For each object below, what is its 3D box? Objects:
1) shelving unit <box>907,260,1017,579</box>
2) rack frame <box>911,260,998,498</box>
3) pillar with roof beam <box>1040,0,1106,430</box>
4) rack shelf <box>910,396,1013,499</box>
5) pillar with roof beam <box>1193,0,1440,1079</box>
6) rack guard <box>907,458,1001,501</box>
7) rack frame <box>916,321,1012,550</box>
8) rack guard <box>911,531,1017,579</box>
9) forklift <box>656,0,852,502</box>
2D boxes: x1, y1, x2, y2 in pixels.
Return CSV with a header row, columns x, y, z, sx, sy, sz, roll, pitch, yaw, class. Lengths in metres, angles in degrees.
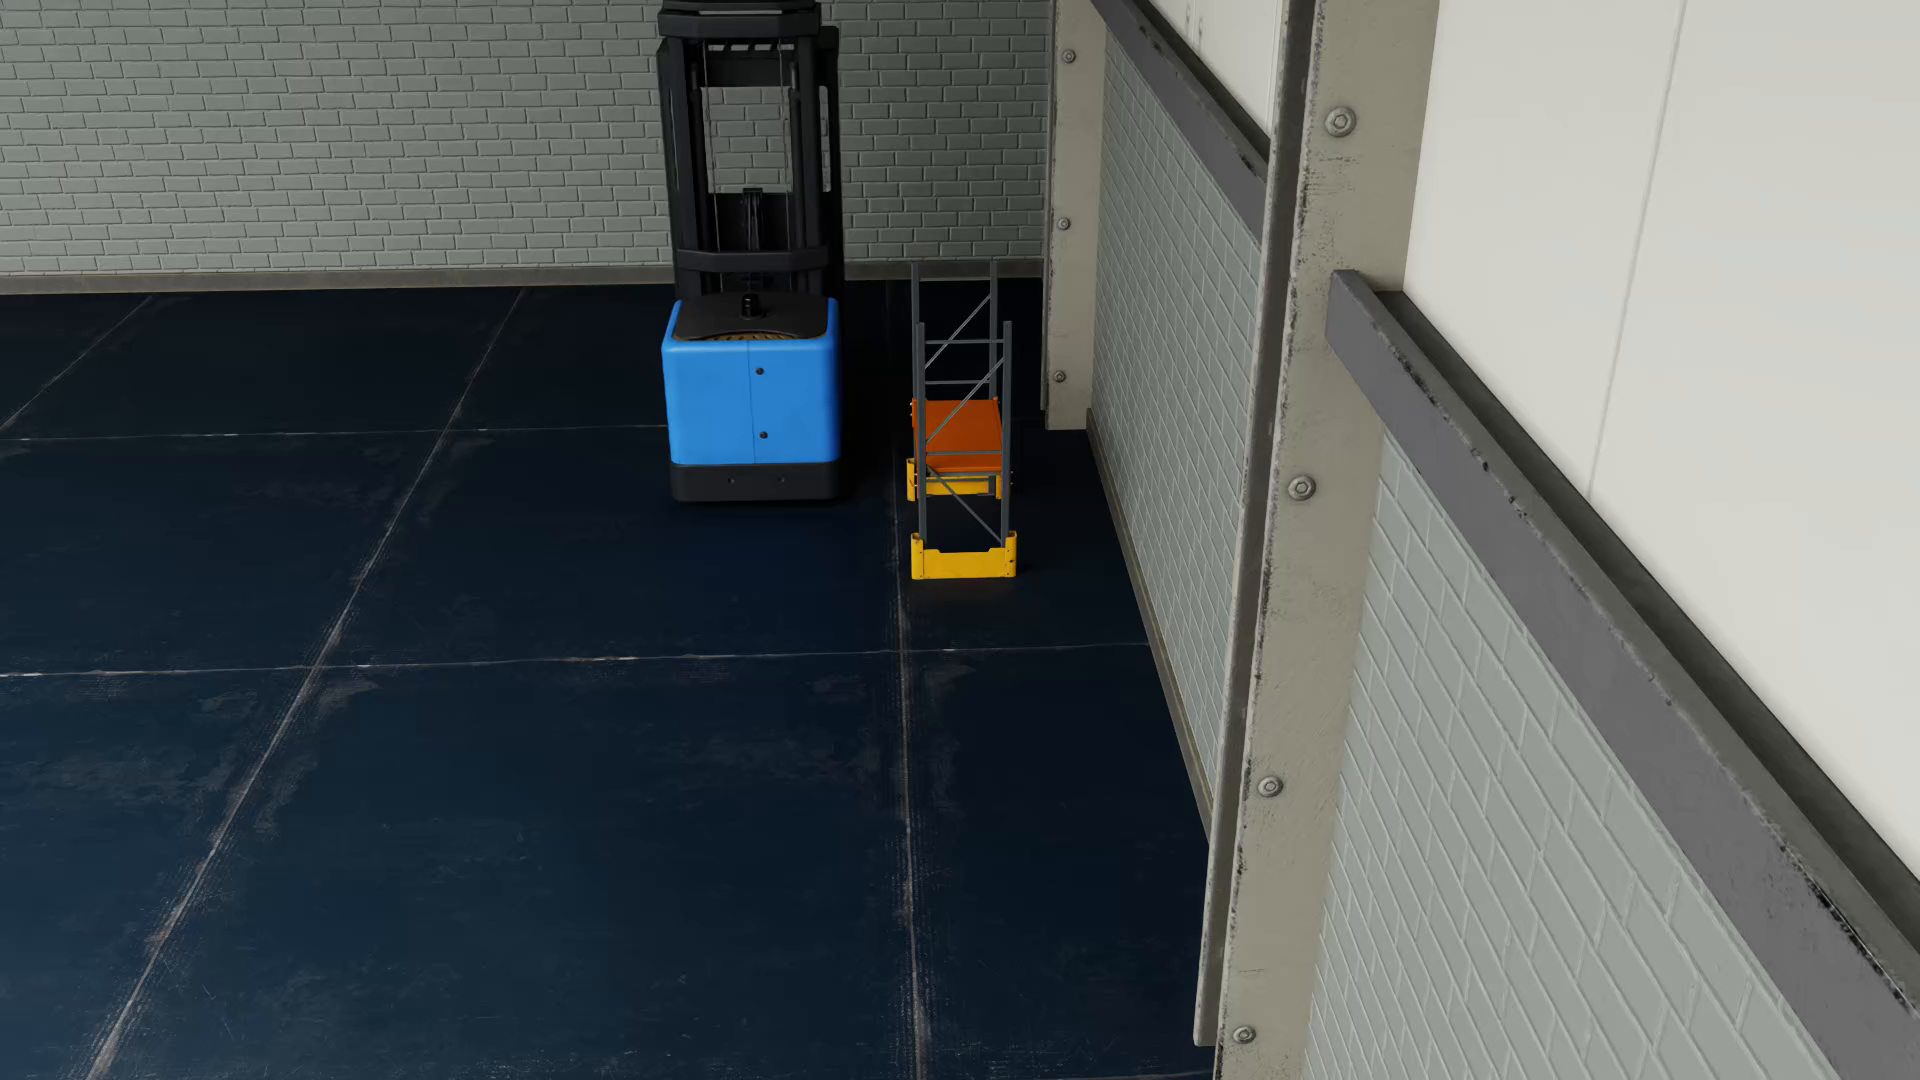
x,y,z,sx,sy,sz,roll,pitch,yaw,class
-0.004,-0.700,9.471,0.587,1.500,1.083,-1,28,-3,shelving unit
-0.031,-0.939,9.929,0.500,1.500,0.032,-1,28,-3,rack frame
-3.579,-4.722,9.072,9.100,9.000,0.400,-1,28,-3,pillar with roof beam
-0.004,-0.545,9.562,0.538,0.185,1.000,-1,28,-3,rack shelf
-3.266,-1.951,3.759,9.100,9.000,0.400,-1,28,-3,pillar with roof beam
-0.030,-0.376,10.201,0.587,0.250,0.087,-1,28,-3,rack guard
0.022,-0.470,9.029,0.500,1.500,0.032,-1,28,-3,rack frame
0.022,0.084,9.319,0.587,0.250,0.087,-1,28,-3,rack guard
-1.302,-2.174,10.748,1.130,2.935,3.031,-1,28,-3,forklift
